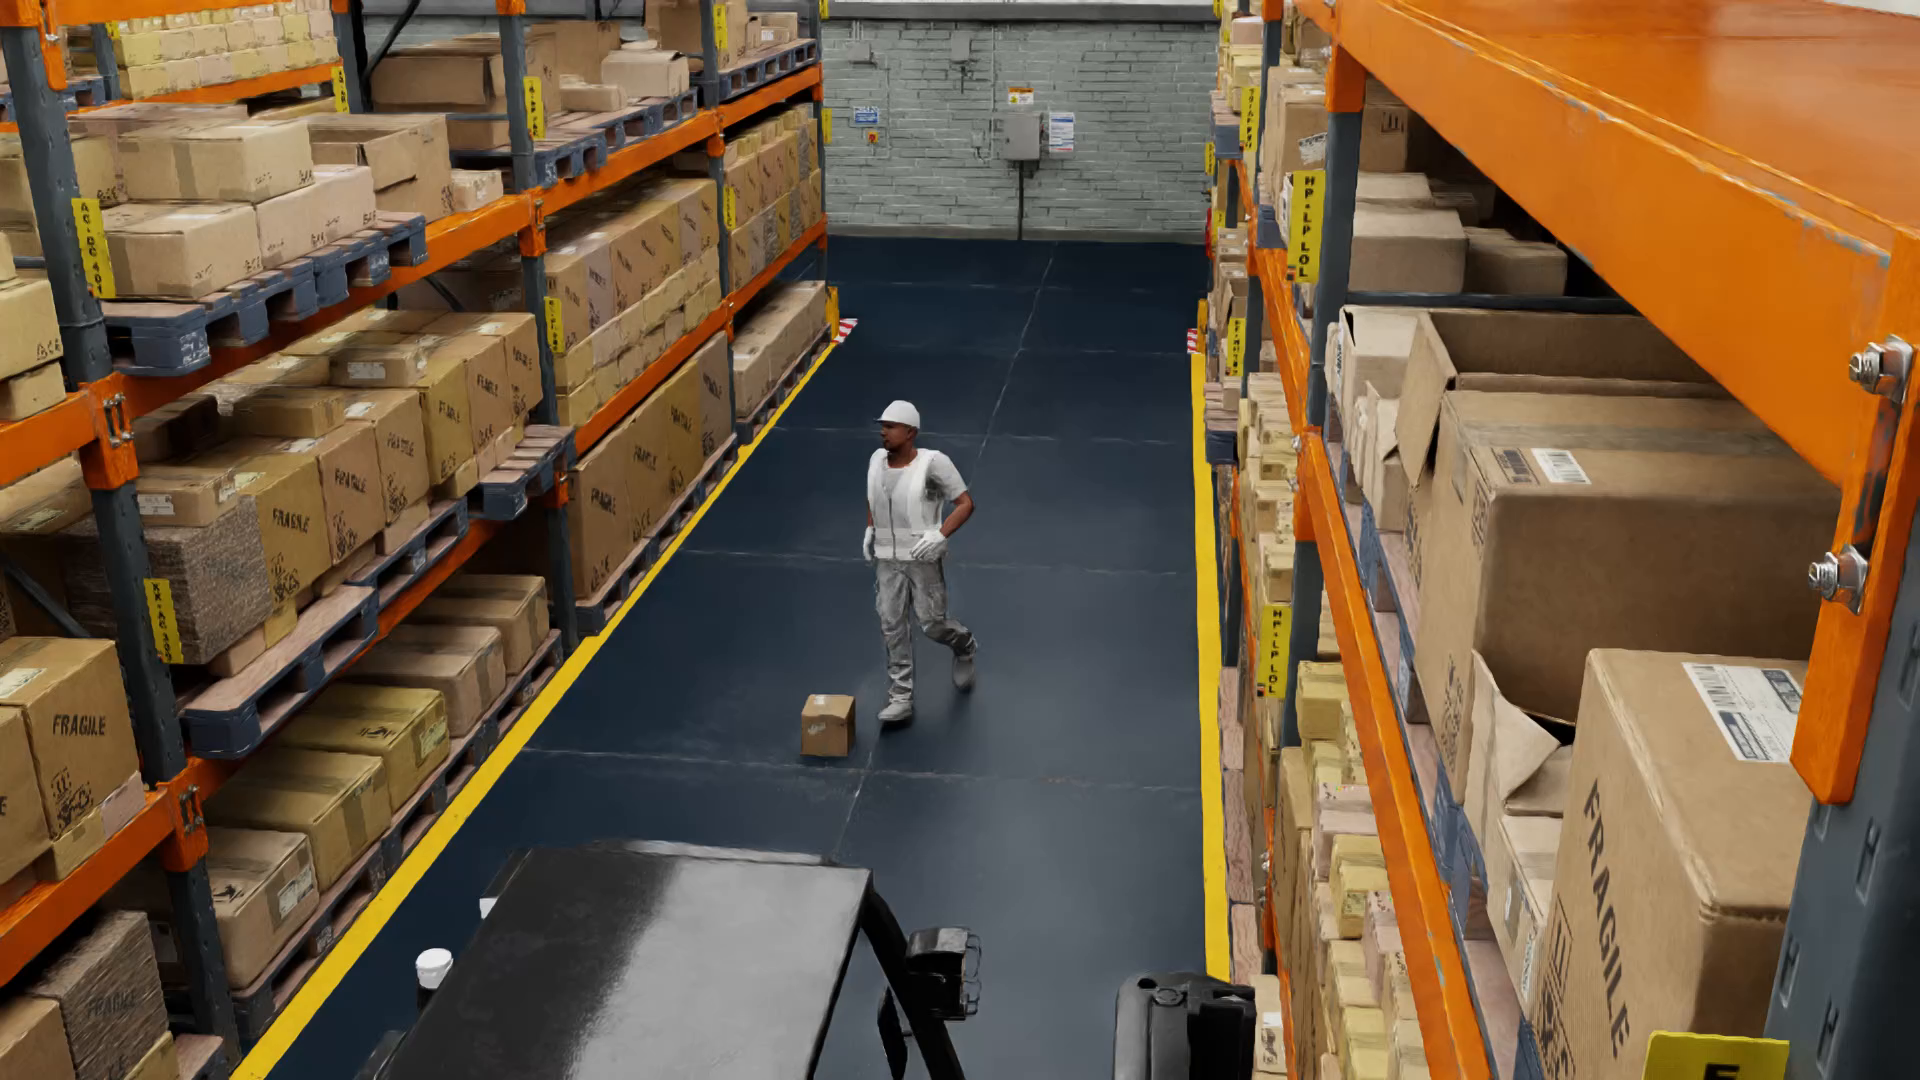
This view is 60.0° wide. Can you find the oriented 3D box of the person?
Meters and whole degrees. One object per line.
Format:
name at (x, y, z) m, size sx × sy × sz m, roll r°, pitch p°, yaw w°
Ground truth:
person at (-0.300, 0.107, 9.298) m, size 0.719 × 1.765 × 0.851 m, roll 11°, pitch 24°, yaw 27°
